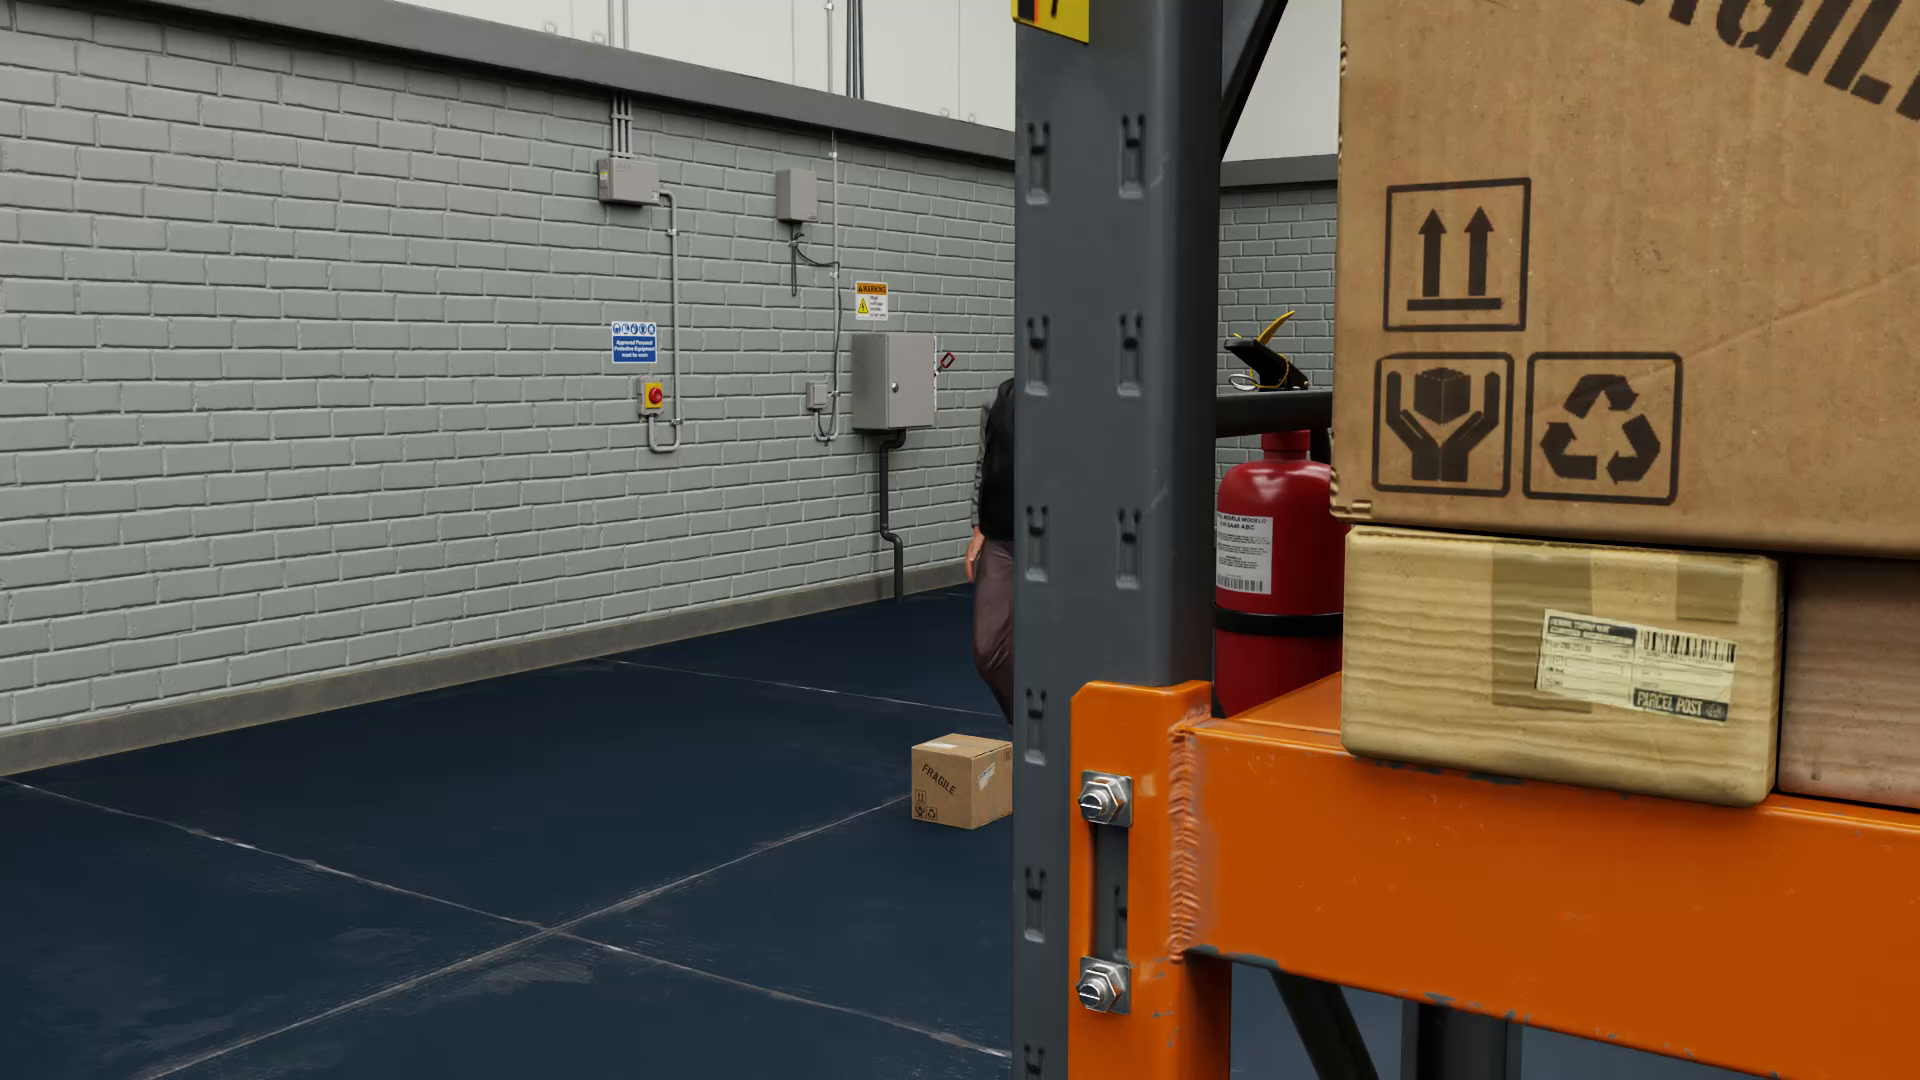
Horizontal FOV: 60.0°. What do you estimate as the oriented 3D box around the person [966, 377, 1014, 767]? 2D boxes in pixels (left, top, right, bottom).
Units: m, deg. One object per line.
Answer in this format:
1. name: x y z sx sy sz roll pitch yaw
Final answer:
1. person: 0.289 0.033 5.971 0.554 1.728 0.439 3 7 28
